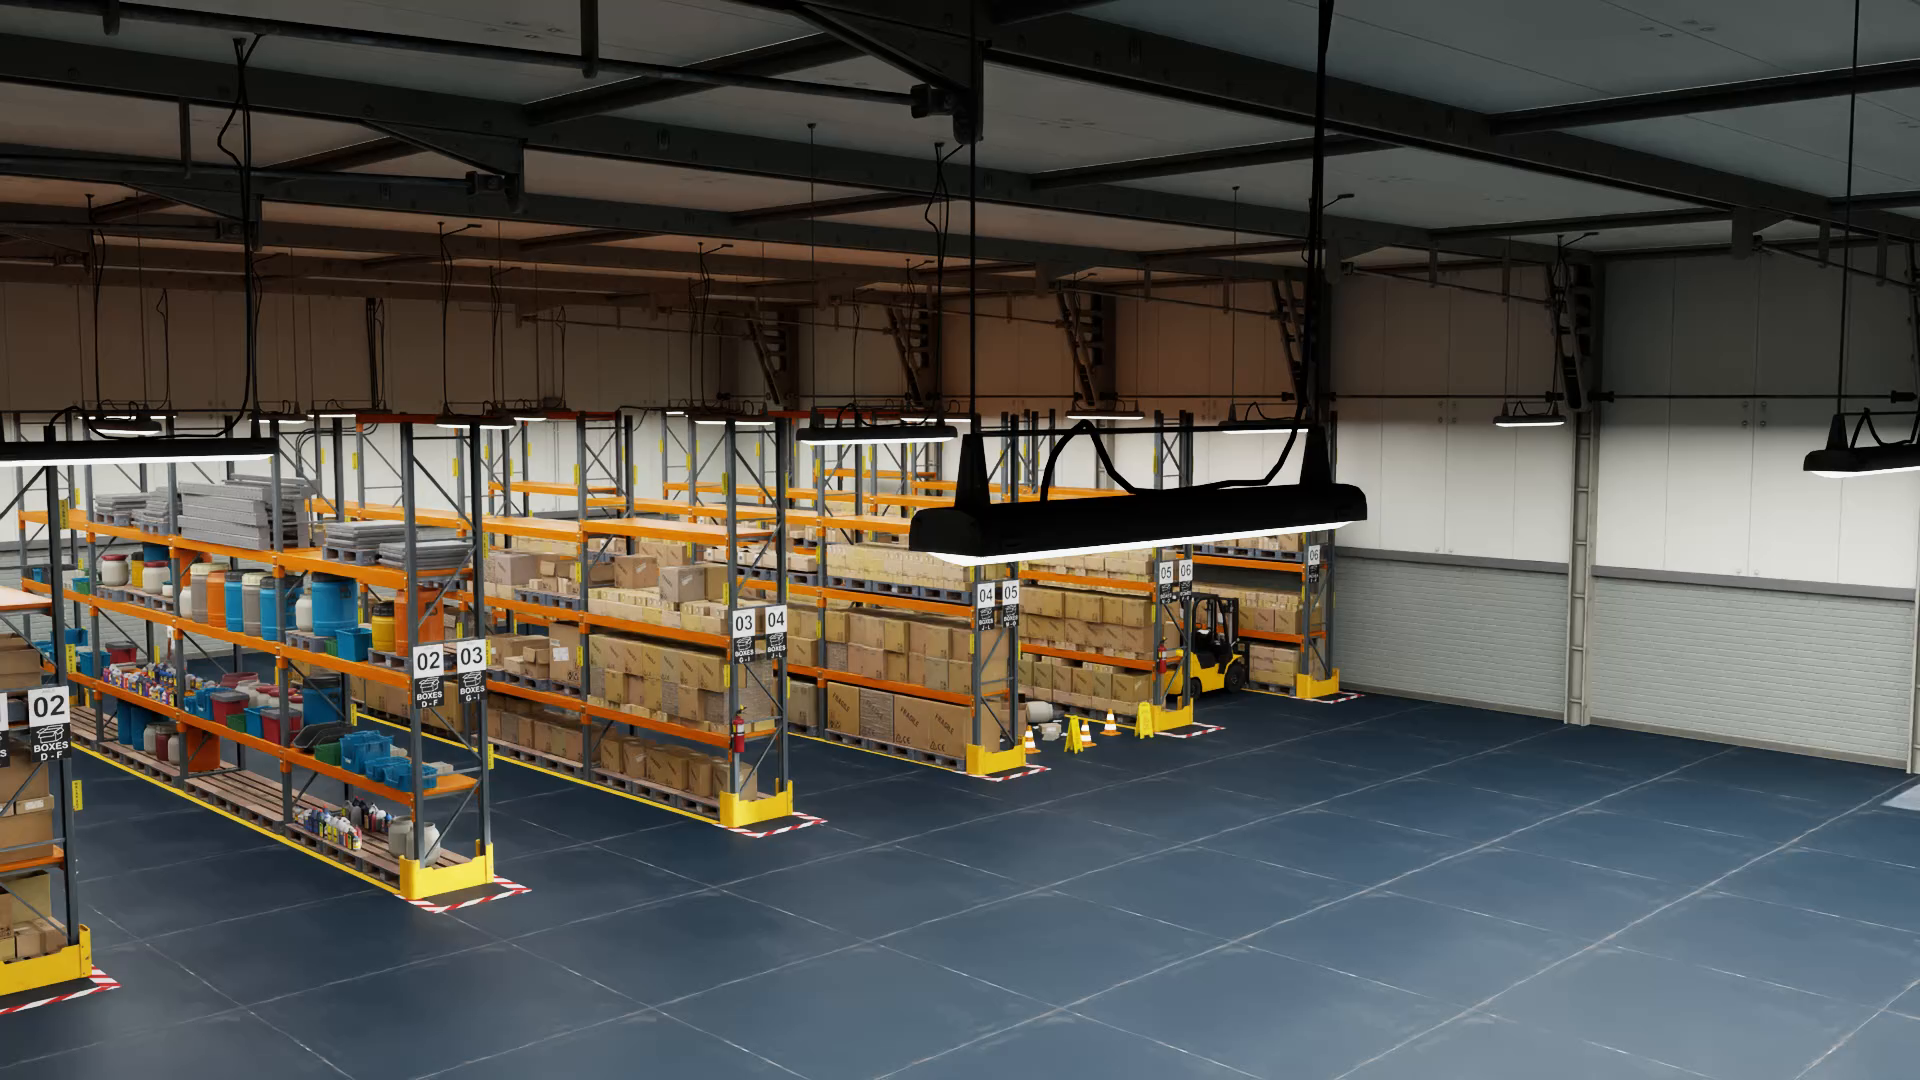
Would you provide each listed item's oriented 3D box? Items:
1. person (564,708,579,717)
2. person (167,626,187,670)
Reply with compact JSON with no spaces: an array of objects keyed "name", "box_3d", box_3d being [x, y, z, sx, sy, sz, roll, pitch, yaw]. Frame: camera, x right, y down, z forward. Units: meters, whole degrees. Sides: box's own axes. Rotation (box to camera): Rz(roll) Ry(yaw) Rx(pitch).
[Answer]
[{"name":"person","box_3d":[-7.423,2.747,31.492,0.506,1.663,0.450,-2,5,-22]},{"name":"person","box_3d":[-17.137,2.354,36.164,0.869,1.652,0.448,-2,5,-23]}]
